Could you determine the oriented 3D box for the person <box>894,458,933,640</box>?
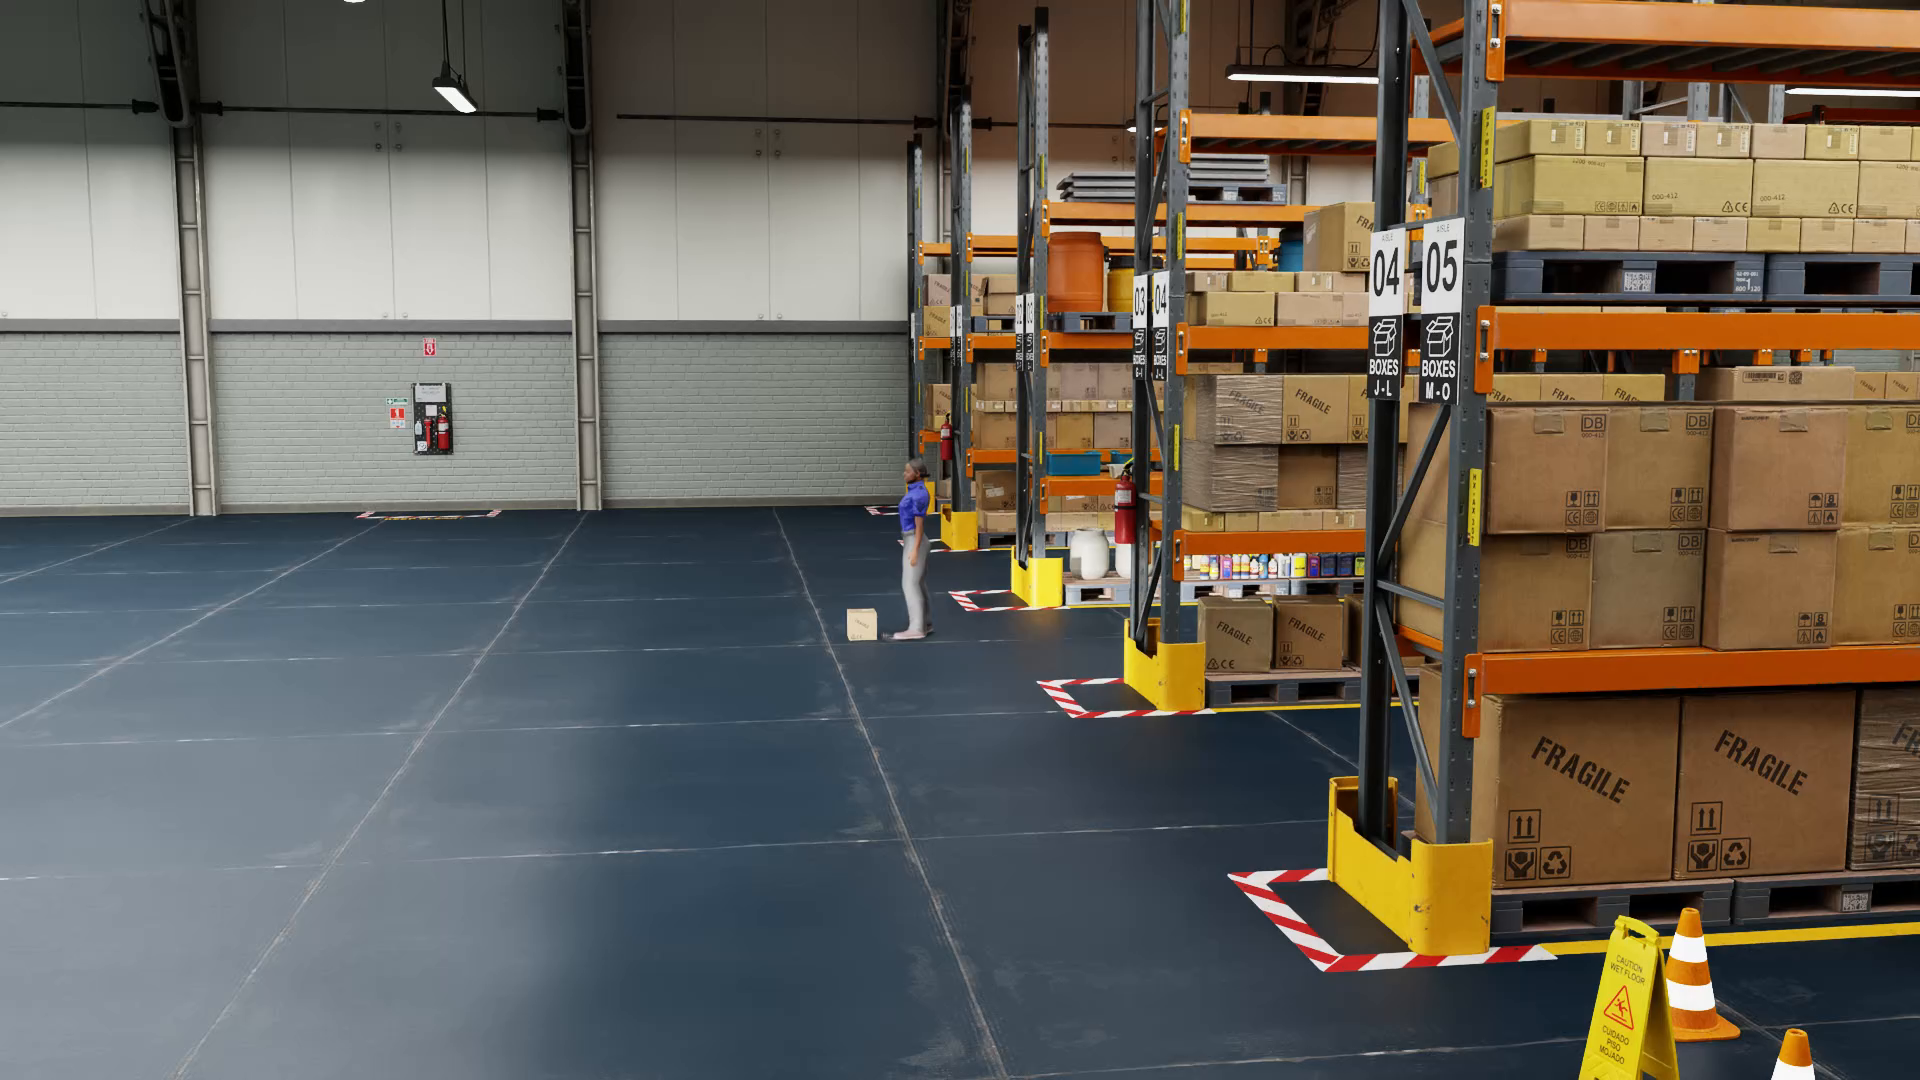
[{"bbox_3d":[-0.426,0.083,15.237,0.387,1.678,0.441,-1,7,-7],"label":"person"}]
